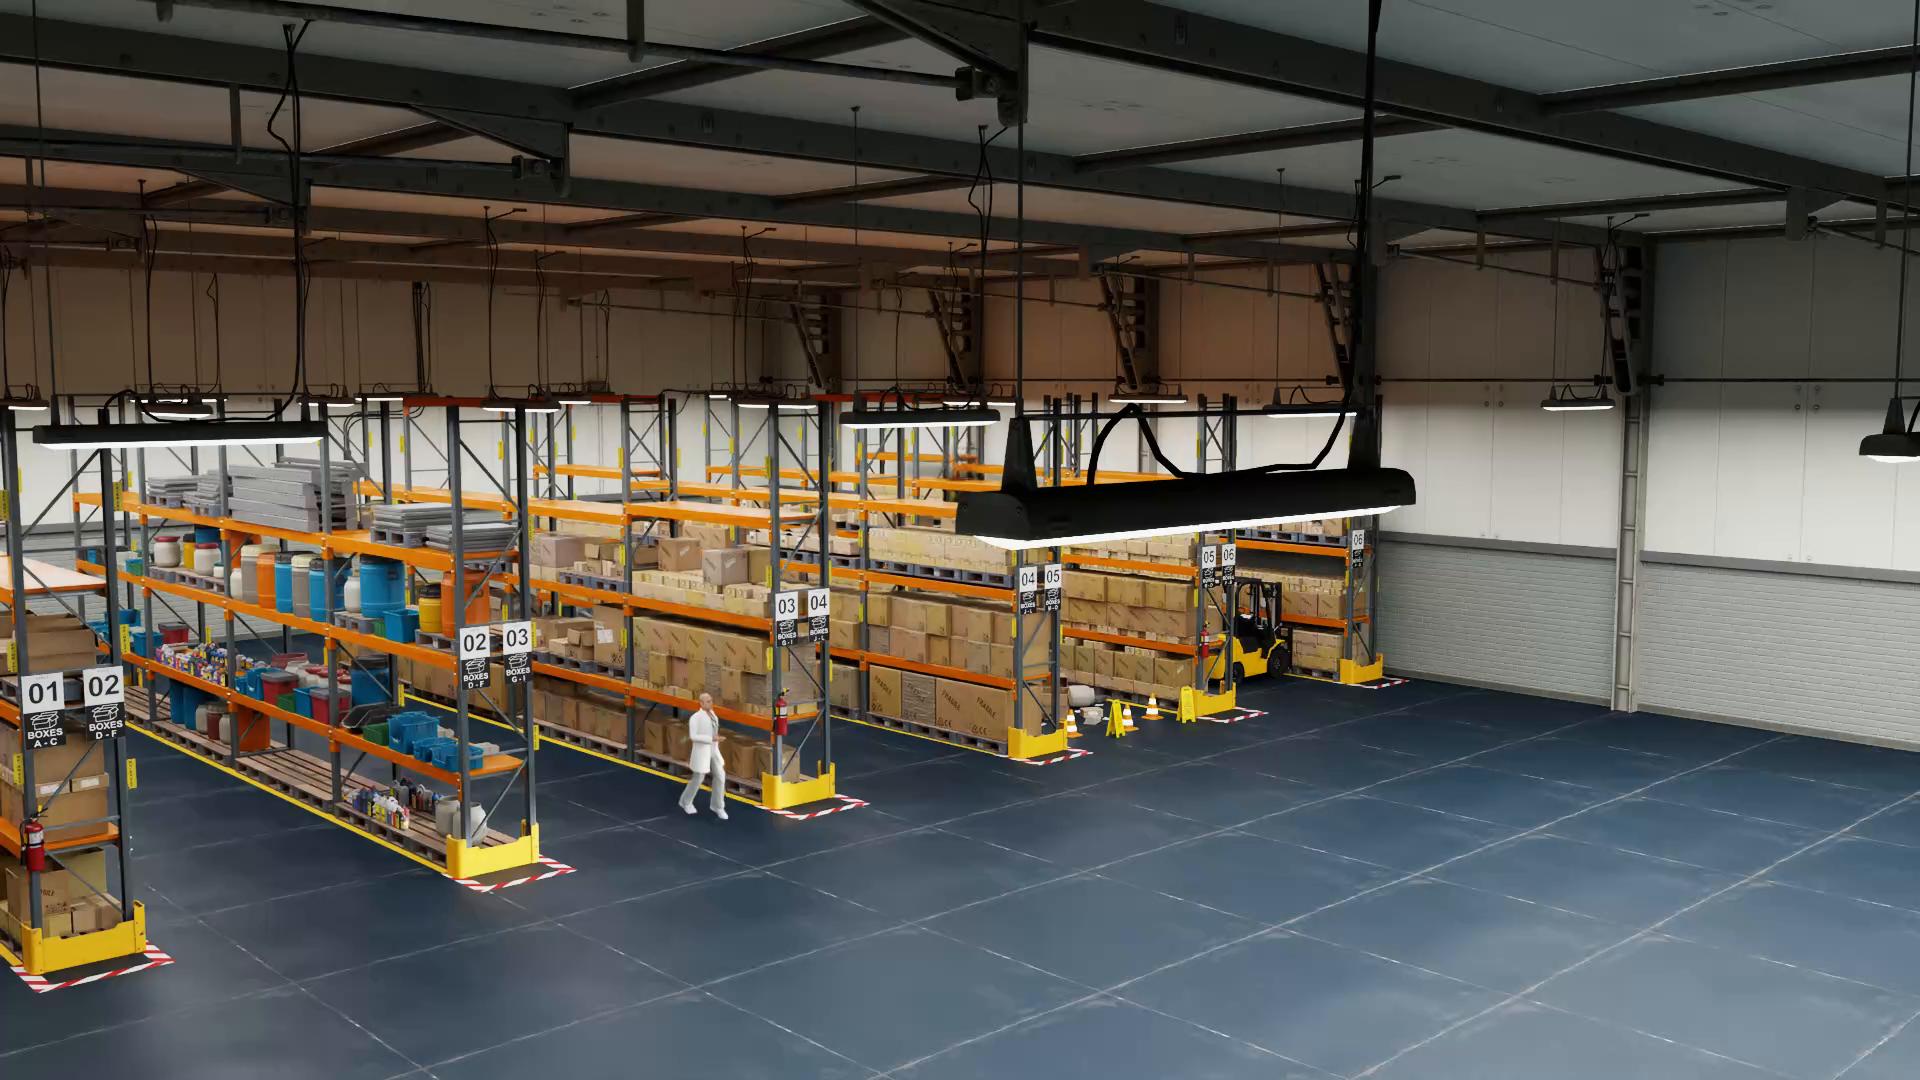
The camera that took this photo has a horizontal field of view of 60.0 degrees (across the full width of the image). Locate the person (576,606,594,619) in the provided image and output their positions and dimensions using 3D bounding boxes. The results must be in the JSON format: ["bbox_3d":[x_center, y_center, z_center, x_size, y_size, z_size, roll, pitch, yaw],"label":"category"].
[{"bbox_3d":[-9.508,1.423,41.579,0.663,1.773,0.967,5,7,40],"label":"person"}]

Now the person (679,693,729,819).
[{"bbox_3d":[-3.702,3.135,24.061,0.846,1.868,0.733,3,6,30],"label":"person"}]

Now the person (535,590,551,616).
[{"bbox_3d":[-10.301,1.580,41.002,0.589,1.577,0.825,-3,6,-32],"label":"person"}]
